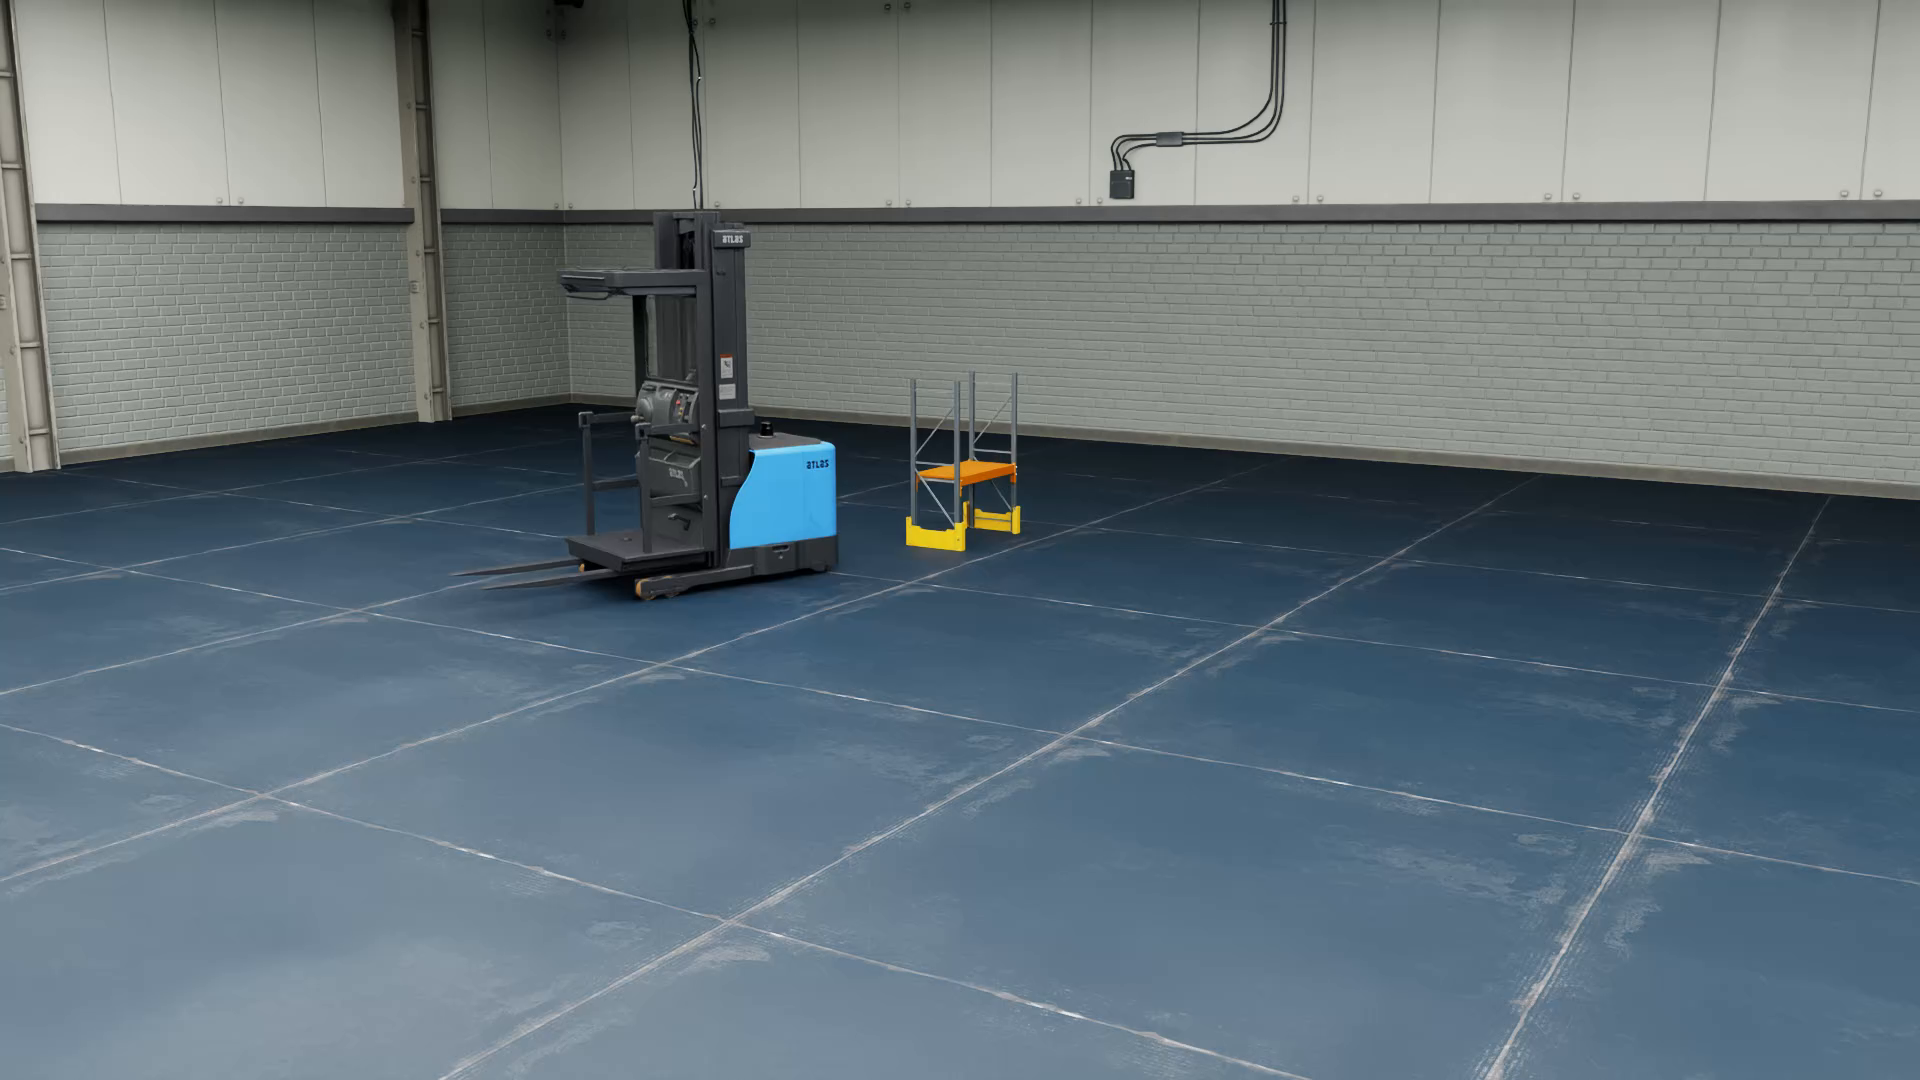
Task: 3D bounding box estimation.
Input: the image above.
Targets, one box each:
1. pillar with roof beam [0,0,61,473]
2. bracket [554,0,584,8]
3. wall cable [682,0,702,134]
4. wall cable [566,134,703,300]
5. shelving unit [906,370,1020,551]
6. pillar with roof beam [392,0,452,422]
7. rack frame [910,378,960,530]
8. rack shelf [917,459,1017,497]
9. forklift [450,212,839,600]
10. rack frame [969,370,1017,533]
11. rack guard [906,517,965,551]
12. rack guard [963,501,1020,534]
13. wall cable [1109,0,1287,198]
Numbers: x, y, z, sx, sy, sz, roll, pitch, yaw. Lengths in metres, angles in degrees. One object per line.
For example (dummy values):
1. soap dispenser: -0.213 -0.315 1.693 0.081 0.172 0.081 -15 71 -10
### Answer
1. pillar with roof beam: -7.250 -4.846 16.681 9.100 9.000 0.400 6 12 31
2. bracket: -6.065 -8.374 25.745 0.235 0.232 0.430 6 12 31
3. wall cable: -2.843 -7.236 24.159 3.097 2.526 0.112 6 12 31
4. wall cable: -5.155 -5.012 26.004 3.097 2.526 0.112 6 12 31
5. shelving unit: 0.040 -0.749 15.176 0.587 1.500 1.083 6 12 31
6. pillar with roof beam: -4.135 -5.790 21.721 9.100 9.000 0.548 6 12 31
7. rack frame: -0.220 -0.671 14.757 0.500 1.500 0.032 6 12 31
8. rack shelf: 0.044 -0.574 15.217 0.538 0.185 1.000 6 12 31
9. forklift: -2.488 -1.086 13.086 3.031 2.935 1.130 -8 13 -37
10. rack frame: 0.308 -0.831 15.611 0.500 1.500 0.032 6 12 31
11. rack guard: -0.219 -0.057 14.873 0.587 0.250 0.087 6 12 31
12. rack guard: 0.298 -0.213 15.709 0.587 0.250 0.087 6 12 31
13. wall cable: 2.951 -7.300 20.547 2.305 6.003 0.169 6 12 31
